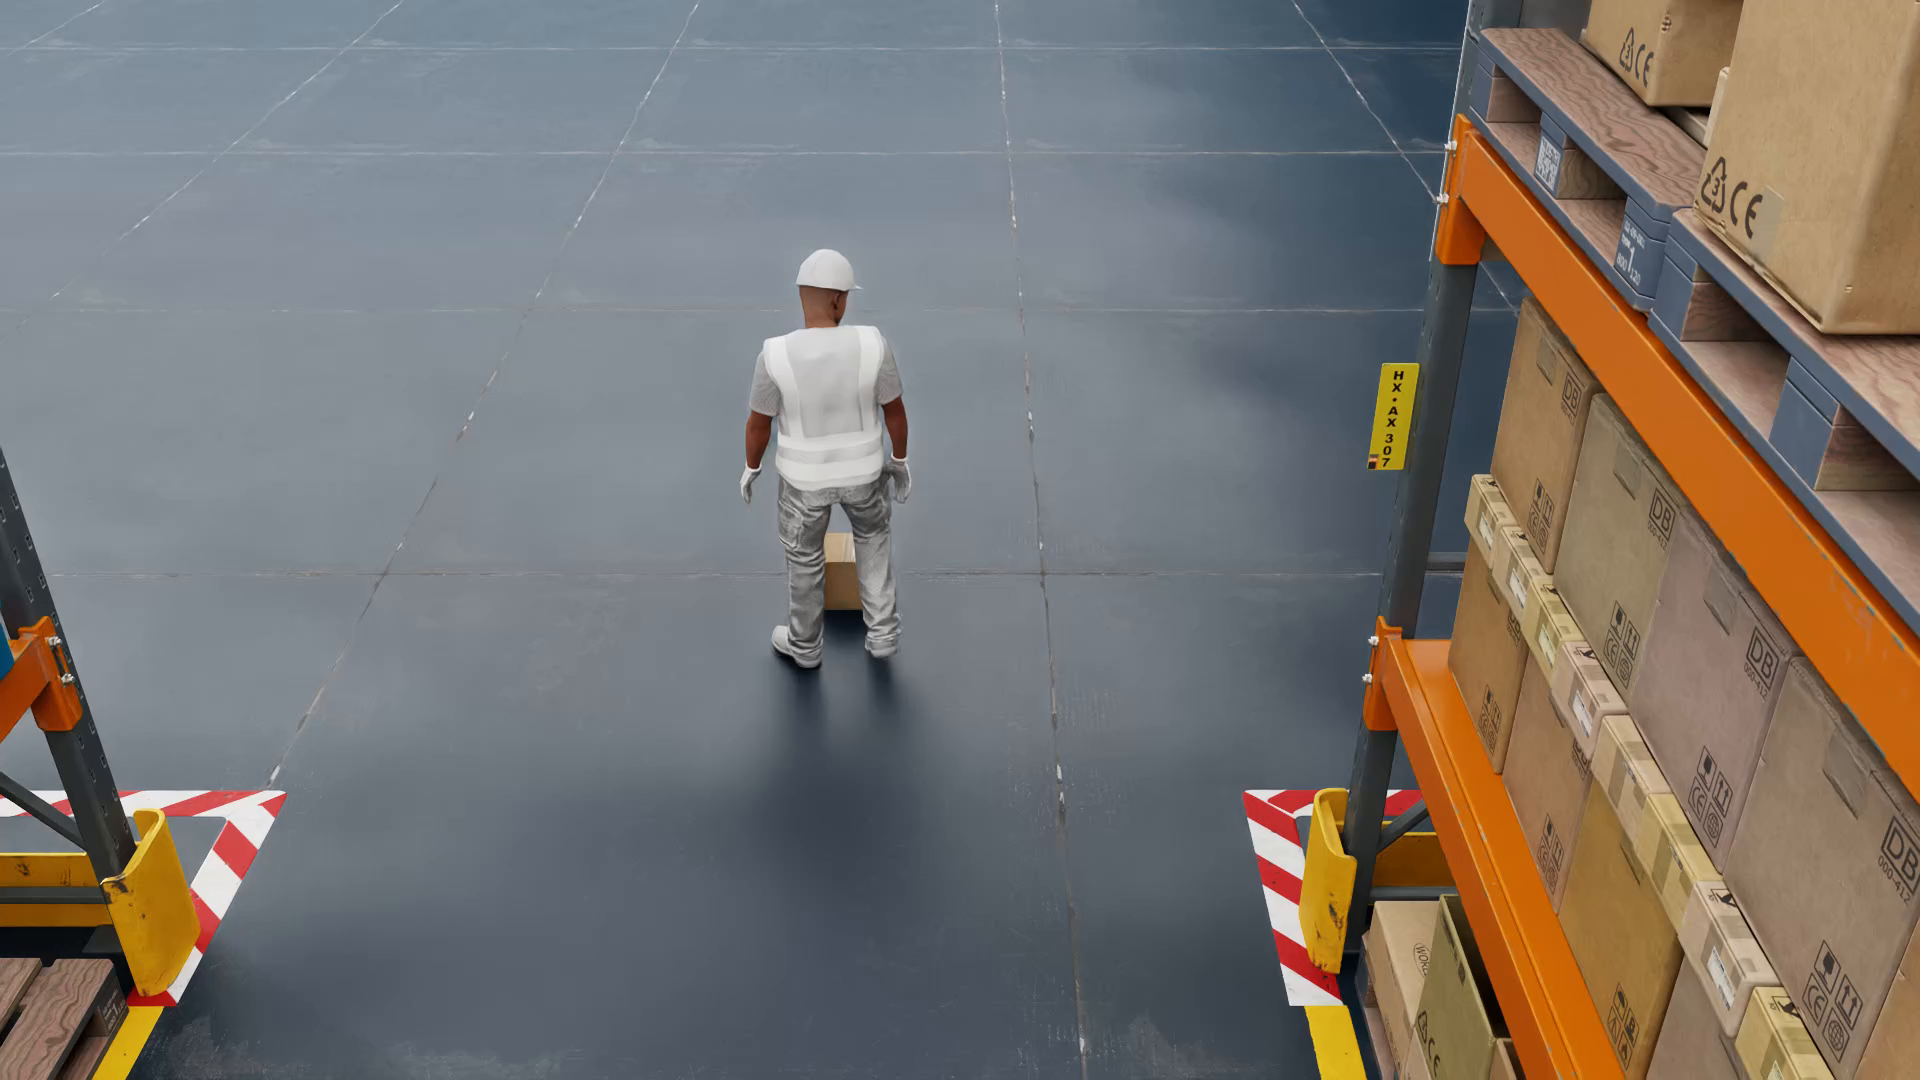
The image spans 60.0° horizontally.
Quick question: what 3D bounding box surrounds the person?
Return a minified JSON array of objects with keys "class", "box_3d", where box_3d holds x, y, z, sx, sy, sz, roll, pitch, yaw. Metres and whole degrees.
[{"class":"person","box_3d":[-0.530,-0.271,6.540,0.656,1.779,0.450,-9,32,-14]}]
